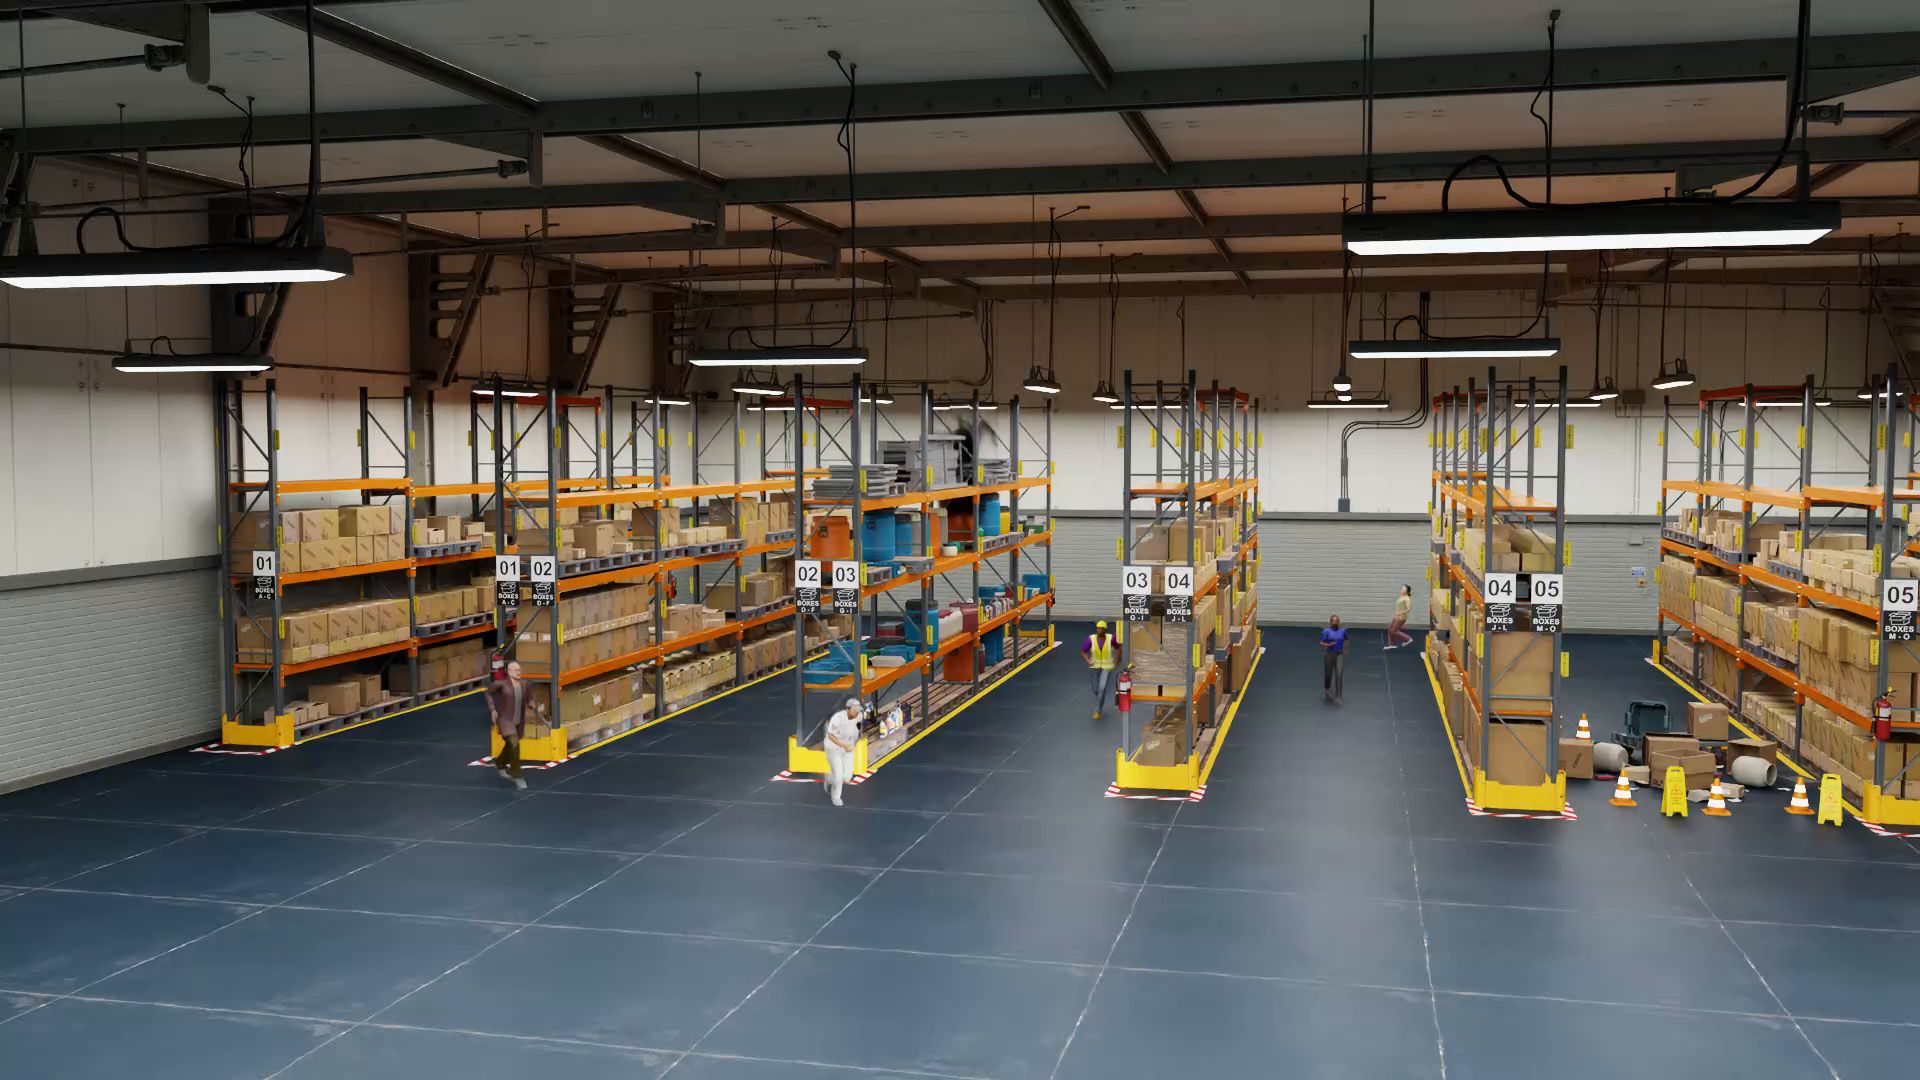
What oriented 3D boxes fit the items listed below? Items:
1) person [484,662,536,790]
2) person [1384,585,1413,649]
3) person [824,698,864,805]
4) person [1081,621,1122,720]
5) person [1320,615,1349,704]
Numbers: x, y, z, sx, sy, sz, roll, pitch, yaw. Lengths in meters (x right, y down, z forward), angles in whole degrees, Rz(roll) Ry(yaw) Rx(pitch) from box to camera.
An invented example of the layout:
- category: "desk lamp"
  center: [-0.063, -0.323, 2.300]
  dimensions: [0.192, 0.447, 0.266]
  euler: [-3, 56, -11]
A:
- category: "person"
  center: [-6.529, 2.717, 24.174]
  dimensions: [0.996, 1.736, 0.637]
  euler: [3, 4, 40]
- category: "person"
  center: [10.467, 1.857, 39.578]
  dimensions: [0.648, 1.583, 0.665]
  euler: [0, 3, 6]
- category: "person"
  center: [-1.575, 2.898, 22.846]
  dimensions: [0.619, 1.515, 0.832]
  euler: [-3, 4, -38]
- category: "person"
  center: [2.555, 2.325, 30.140]
  dimensions: [0.726, 1.755, 0.961]
  euler: [1, 3, 10]
- category: "person"
  center: [7.146, 2.257, 31.733]
  dimensions: [0.575, 1.632, 0.938]
  euler: [0, 3, 8]
